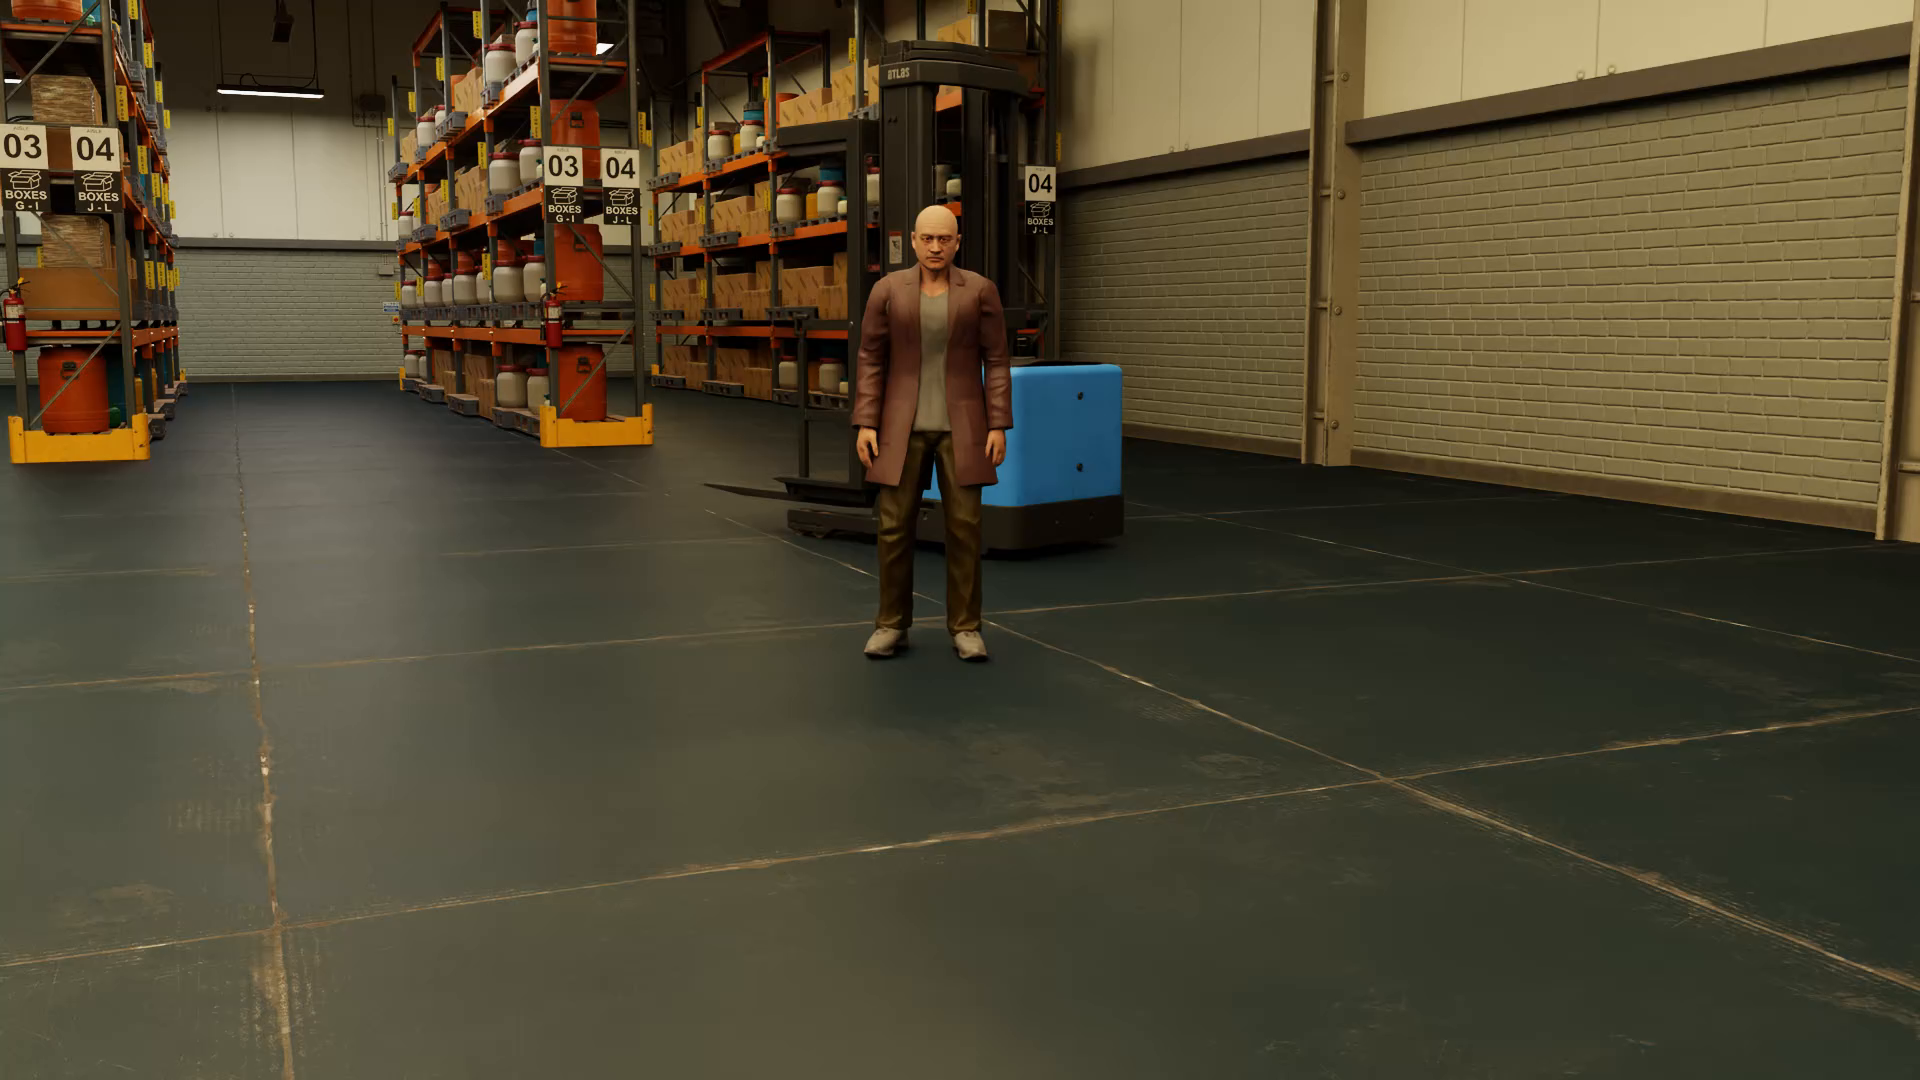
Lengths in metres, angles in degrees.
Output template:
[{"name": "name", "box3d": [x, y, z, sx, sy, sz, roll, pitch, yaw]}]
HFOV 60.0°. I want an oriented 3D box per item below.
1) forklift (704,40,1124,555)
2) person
[{"name": "forklift", "box3d": [-0.436, -1.509, 10.383, 3.031, 2.935, 1.130, 7, 10, 44]}, {"name": "person", "box3d": [-0.109, -0.426, 6.611, 0.644, 1.775, 0.439, 0, 8, 2]}]
